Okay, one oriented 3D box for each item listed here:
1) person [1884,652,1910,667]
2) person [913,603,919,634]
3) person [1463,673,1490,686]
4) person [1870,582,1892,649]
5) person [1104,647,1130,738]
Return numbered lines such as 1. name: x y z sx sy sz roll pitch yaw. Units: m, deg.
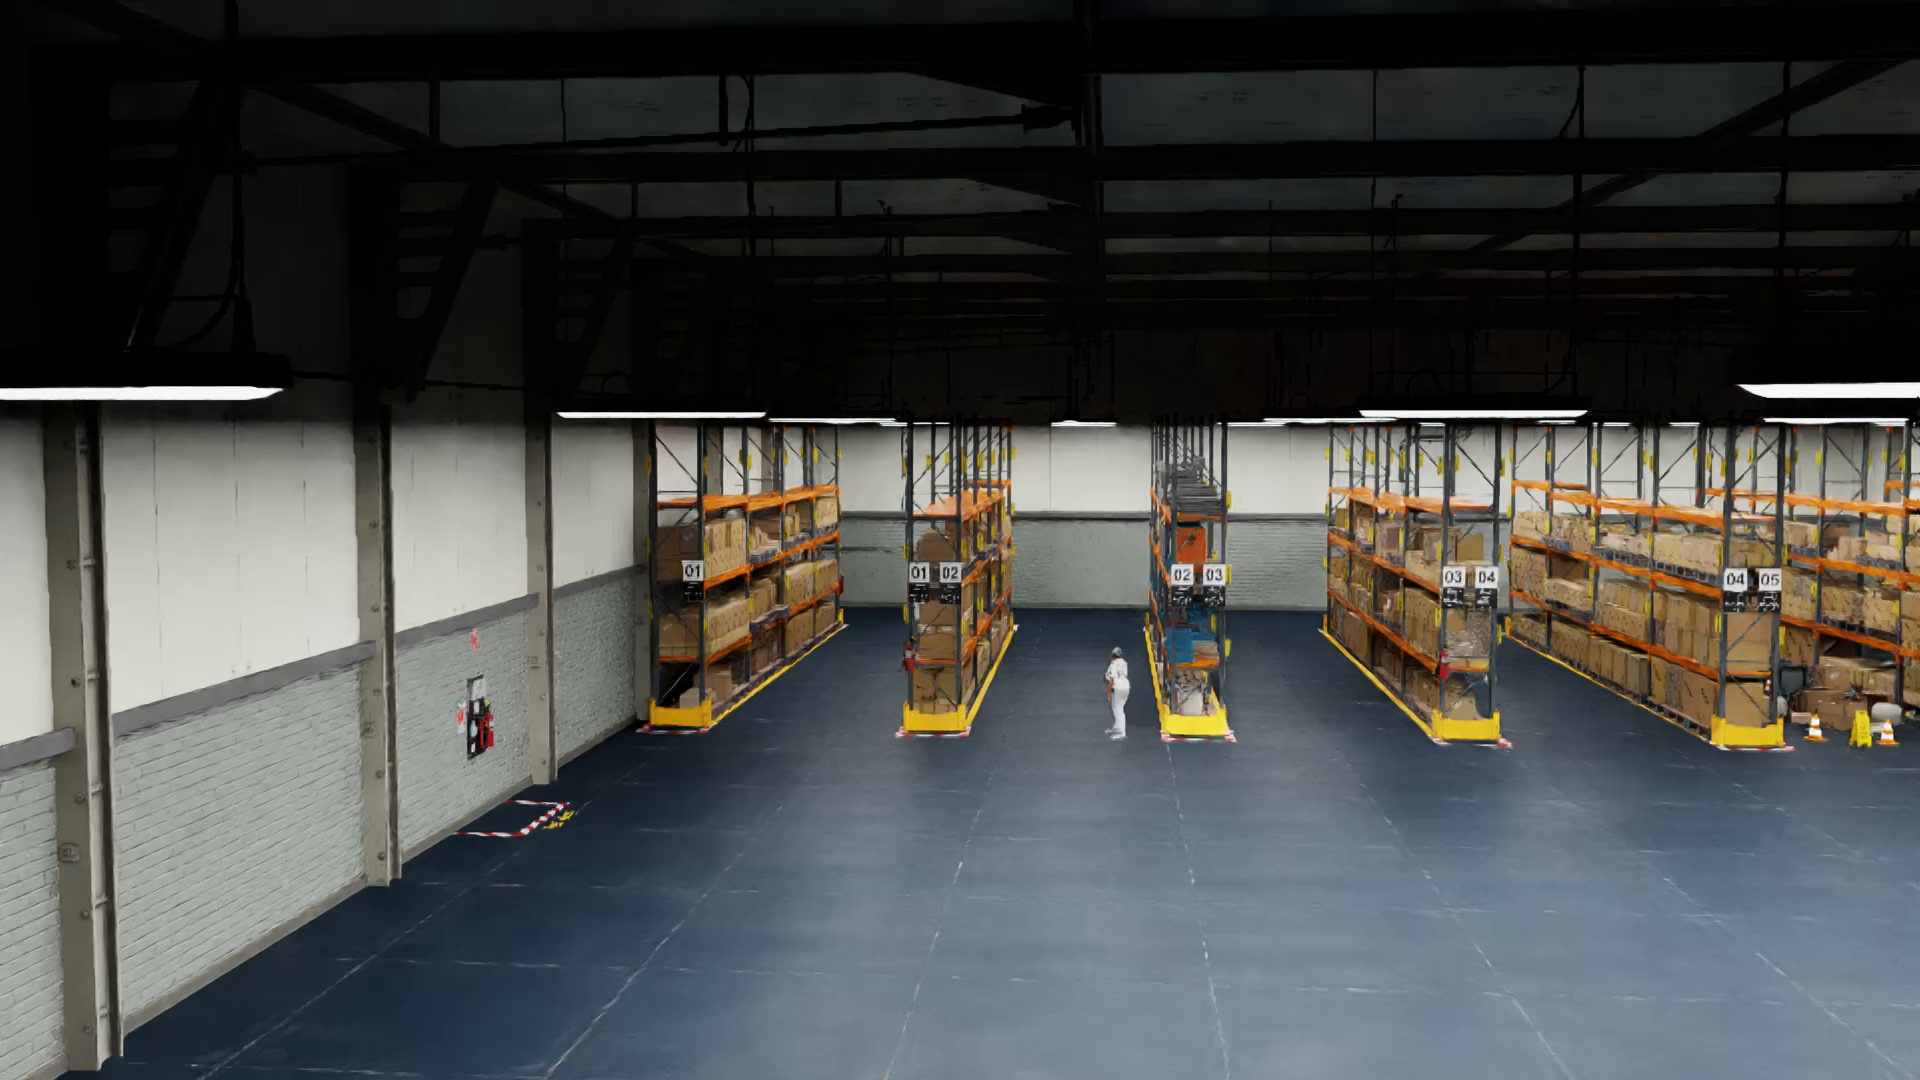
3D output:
1. person: 22.512 2.187 39.918 0.564 1.666 0.562 2 5 32
2. person: -1.006 1.968 43.107 0.576 1.691 1.121 1 4 7
3. person: 11.475 2.408 36.988 0.482 1.616 0.994 0 4 -4
4. person: 23.848 1.955 42.882 0.572 1.767 0.738 1 4 13
5. person: 2.890 2.807 30.831 0.547 1.659 0.597 3 5 34
